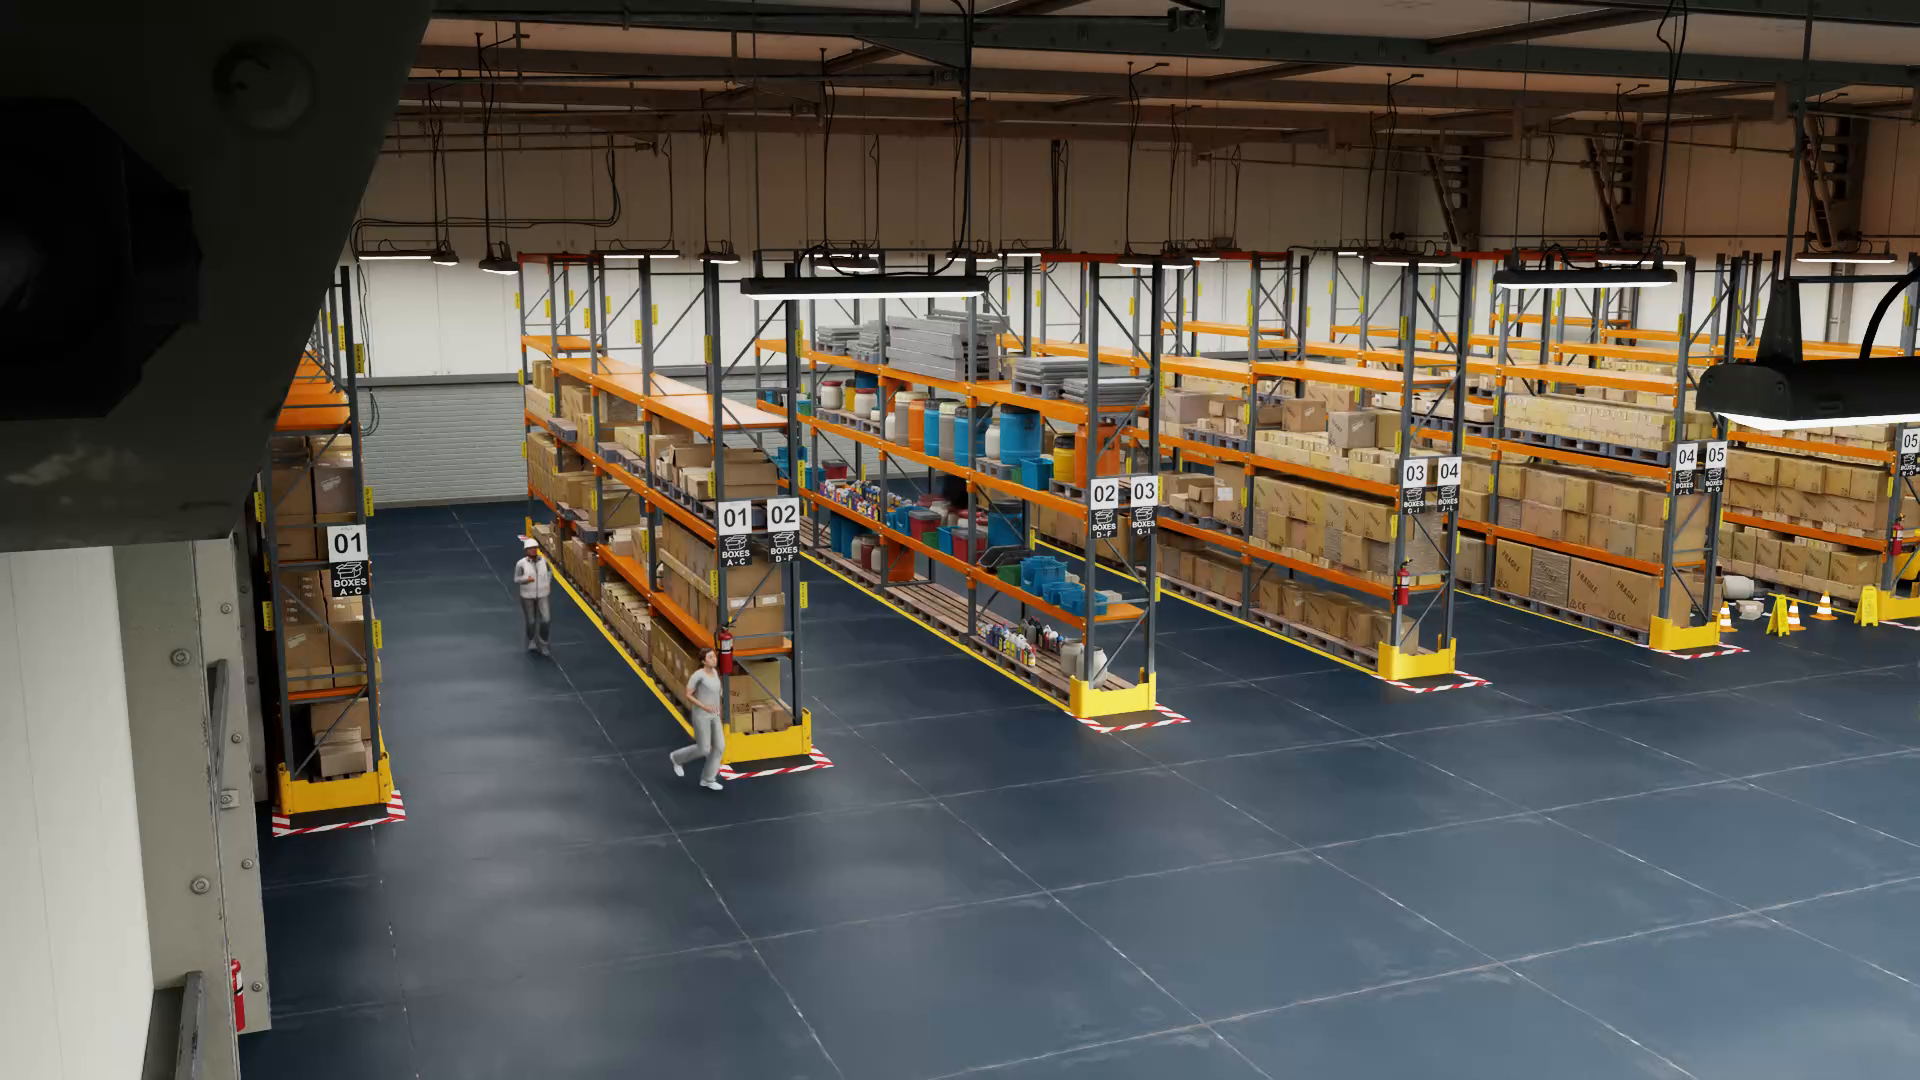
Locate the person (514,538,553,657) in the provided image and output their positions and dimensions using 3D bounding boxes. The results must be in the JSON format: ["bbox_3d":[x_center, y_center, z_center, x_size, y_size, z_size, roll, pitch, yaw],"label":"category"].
[{"bbox_3d":[-6.466,0.880,25.345,0.637,1.813,0.702,-5,11,-24],"label":"person"}]

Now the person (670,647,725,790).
[{"bbox_3d":[-2.976,2.050,19.360,0.662,1.642,0.580,6,12,31],"label":"person"}]
